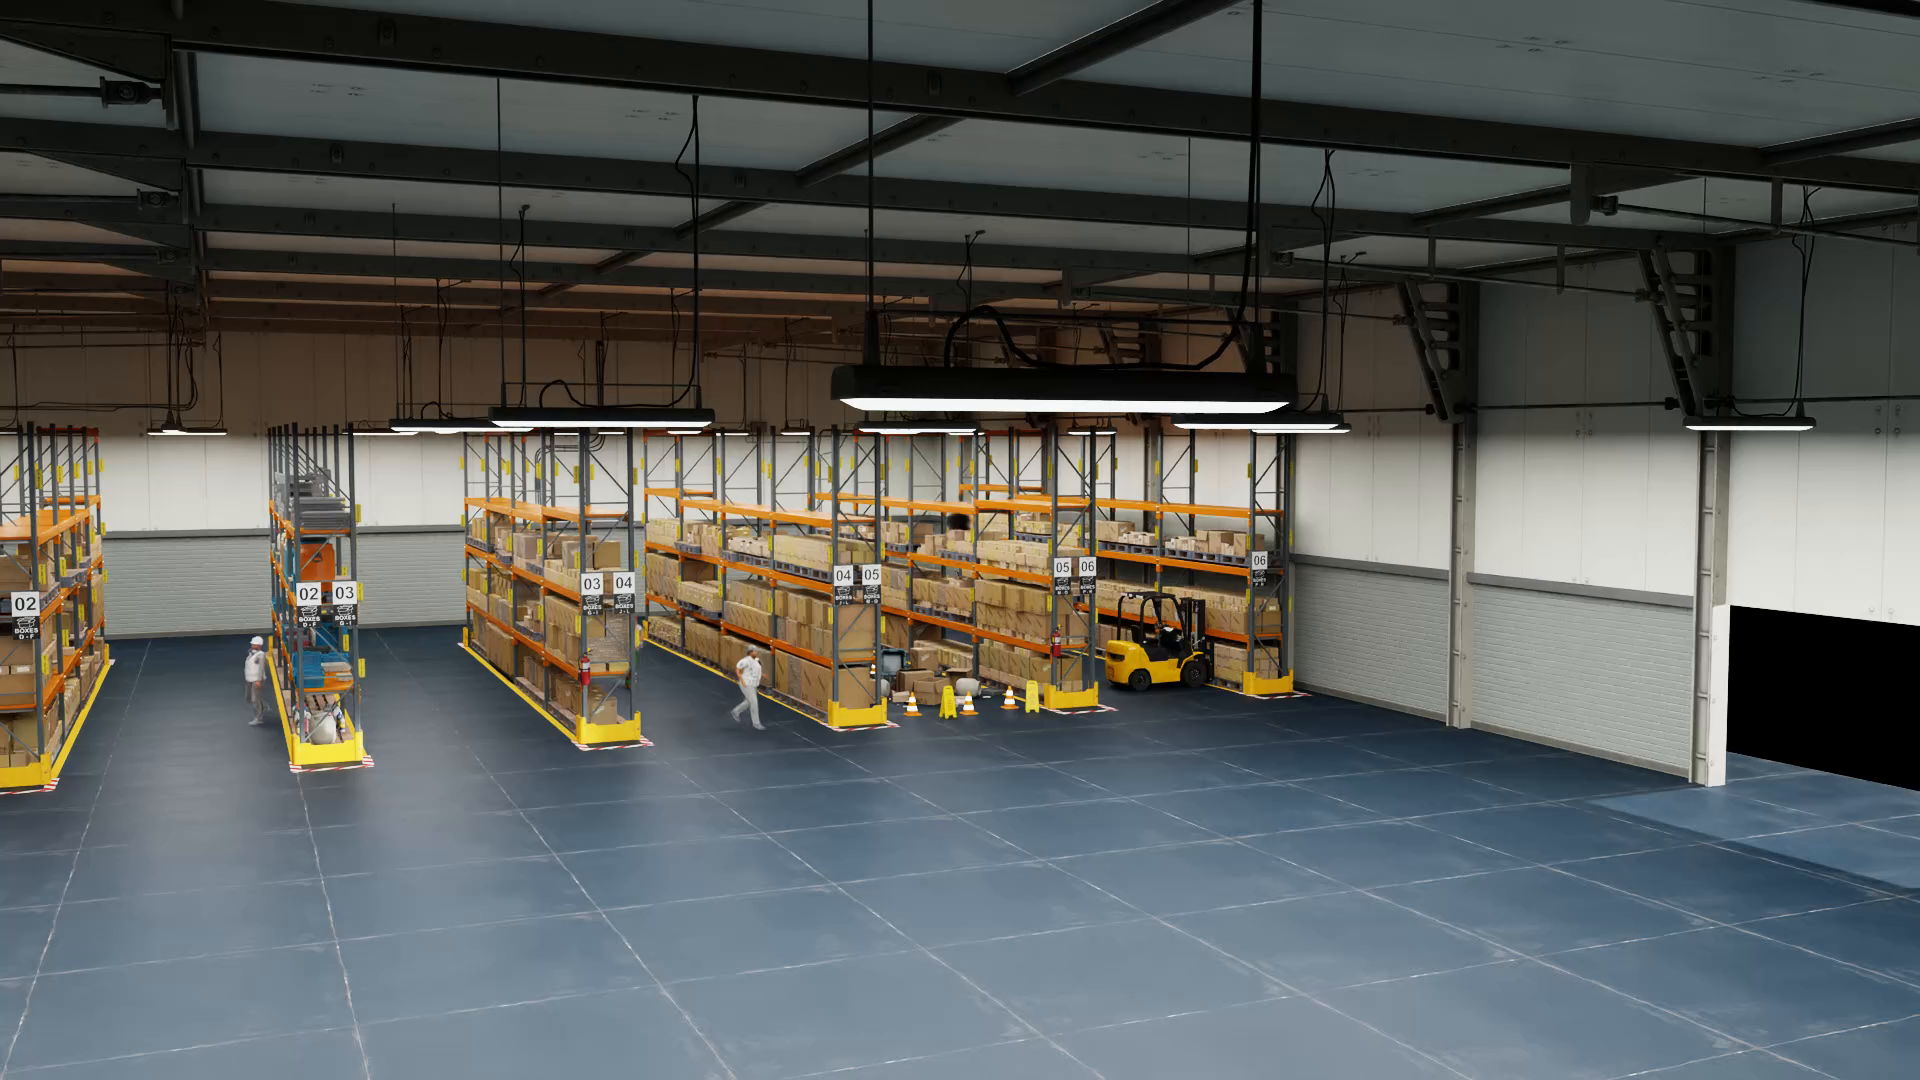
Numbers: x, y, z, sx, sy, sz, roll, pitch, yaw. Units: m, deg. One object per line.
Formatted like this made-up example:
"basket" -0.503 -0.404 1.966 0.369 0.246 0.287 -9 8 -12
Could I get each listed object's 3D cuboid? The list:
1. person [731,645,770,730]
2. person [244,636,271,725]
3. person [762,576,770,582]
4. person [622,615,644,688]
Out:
"person" -4.210 2.894 32.934 0.913 1.670 0.582 2 4 25
"person" -14.097 2.807 33.414 0.730 1.757 0.605 3 5 41
"person" -5.763 1.844 50.500 0.720 1.618 0.576 -2 4 -34
"person" -7.567 2.538 38.144 0.647 1.709 0.710 -3 5 -41
